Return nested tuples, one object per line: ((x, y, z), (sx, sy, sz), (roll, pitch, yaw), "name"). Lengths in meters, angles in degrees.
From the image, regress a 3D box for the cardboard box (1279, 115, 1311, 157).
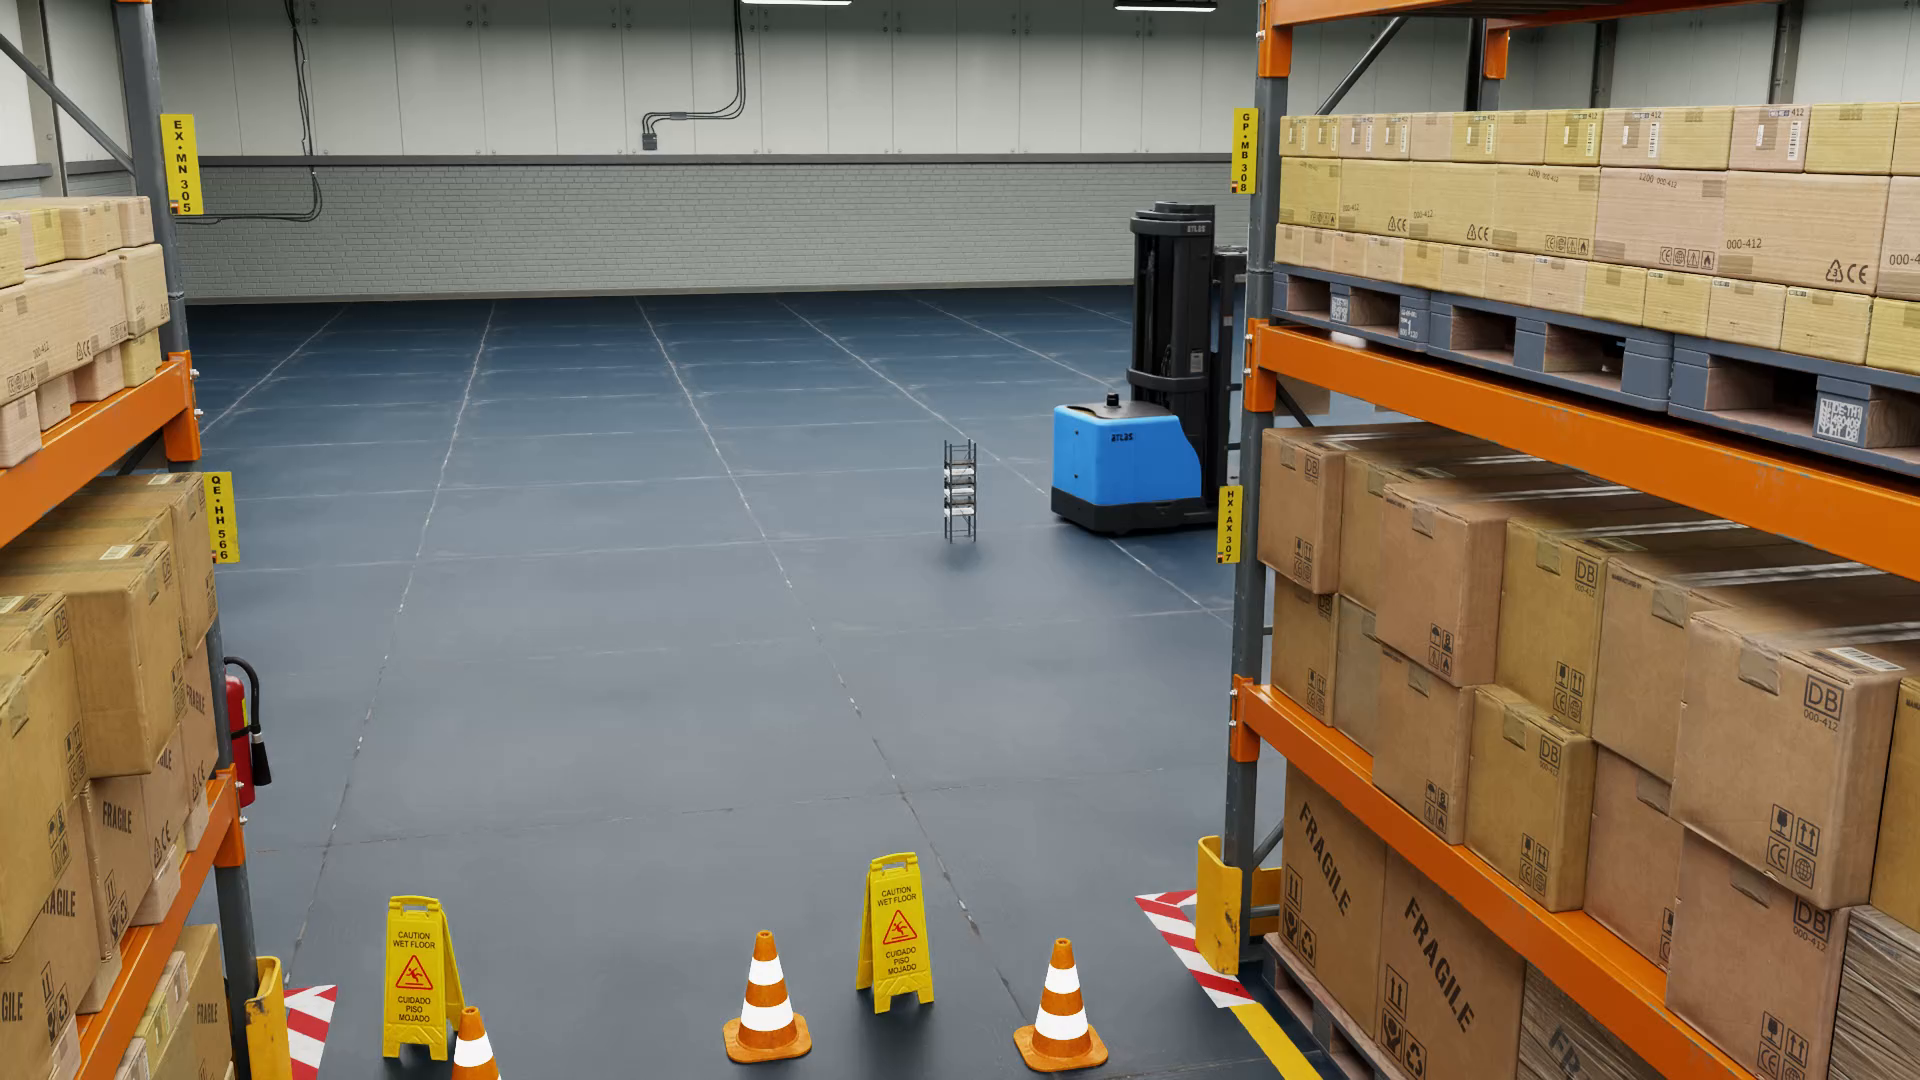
((1.425, -1.514, 6.238), (0.380, 0.149, 0.250), (-3, 14, -13), "cardboard box")

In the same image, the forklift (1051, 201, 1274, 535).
((2.431, -1.673, 15.597), (3.031, 2.935, 1.130), (-6, 15, -22), "forklift")

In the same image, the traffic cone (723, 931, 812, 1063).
((-0.778, 1.785, 6.648), (0.336, 0.463, 0.334), (-3, 14, -13), "traffic cone")

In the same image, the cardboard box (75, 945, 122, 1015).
((-2.467, 1.153, 4.418), (0.380, 0.149, 0.250), (-3, 14, -14), "cardboard box")

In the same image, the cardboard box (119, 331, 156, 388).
((-2.686, -0.548, 5.057), (0.380, 0.149, 0.250), (-3, 14, -13), "cardboard box")

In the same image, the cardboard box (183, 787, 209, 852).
((-2.669, 0.914, 5.395), (0.380, 0.149, 0.250), (-3, 14, -14), "cardboard box")

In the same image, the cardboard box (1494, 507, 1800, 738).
((2.175, 0.230, 5.075), (0.875, 0.550, 0.500), (-3, 14, -13), "cardboard box")

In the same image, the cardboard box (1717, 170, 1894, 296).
((2.112, -0.709, 3.780), (0.500, 0.250, 0.500), (-3, 14, -13), "cardboard box")

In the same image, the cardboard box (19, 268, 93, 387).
((-2.506, -0.525, 4.125), (0.500, 0.250, 0.500), (-3, 14, -12), "cardboard box")

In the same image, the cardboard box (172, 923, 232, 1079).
((-2.690, 1.603, 5.374), (0.500, 0.500, 0.500), (-3, 14, -13), "cardboard box")

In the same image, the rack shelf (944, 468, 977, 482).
((0.002, -0.578, 14.778), (0.258, 0.077, 0.200), (-3, 14, -13), "rack shelf")

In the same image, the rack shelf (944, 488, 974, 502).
((0.002, -0.403, 14.820), (0.258, 0.077, 0.200), (-3, 14, -13), "rack shelf")

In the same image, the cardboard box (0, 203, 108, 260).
((-2.664, -0.876, 4.722), (0.380, 0.149, 0.250), (-3, 14, -14), "cardboard box")

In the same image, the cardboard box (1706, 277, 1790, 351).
((2.018, -0.542, 3.938), (0.380, 0.149, 0.250), (-3, 14, -13), "cardboard box")

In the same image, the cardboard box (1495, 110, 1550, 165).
((1.783, -1.162, 4.796), (0.380, 0.149, 0.250), (-3, 14, -12), "cardboard box")

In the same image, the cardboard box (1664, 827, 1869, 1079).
((2.346, 1.006, 4.174), (0.875, 0.550, 0.550), (-3, 14, -13), "cardboard box")

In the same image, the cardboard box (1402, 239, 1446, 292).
((1.663, -0.892, 5.370), (0.380, 0.149, 0.250), (-3, 14, -13), "cardboard box")

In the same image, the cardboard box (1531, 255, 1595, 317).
((1.840, -0.717, 4.656), (0.380, 0.149, 0.250), (-3, 14, -13), "cardboard box")

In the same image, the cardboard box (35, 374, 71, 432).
((-2.557, -0.367, 4.320), (0.380, 0.149, 0.250), (-3, 14, -14), "cardboard box")

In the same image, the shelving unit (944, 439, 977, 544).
((0.002, -0.435, 14.813), (0.258, 0.900, 0.210), (-3, 14, -13), "shelving unit")

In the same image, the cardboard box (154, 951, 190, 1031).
((-2.539, 1.369, 4.966), (0.380, 0.149, 0.250), (-3, 14, -12), "cardboard box")

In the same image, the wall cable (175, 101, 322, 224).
((-15.120, -7.926, 34.953), (3.097, 2.526, 0.112), (-3, 14, -13), "wall cable")

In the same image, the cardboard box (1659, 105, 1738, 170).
((1.961, -0.987, 4.078), (0.380, 0.149, 0.250), (-3, 14, -13), "cardboard box")

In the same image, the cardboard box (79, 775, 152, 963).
((-2.509, 0.813, 4.440), (0.500, 0.500, 0.500), (-3, 14, -13), "cardboard box")

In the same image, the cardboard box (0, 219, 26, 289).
((-2.372, -0.644, 3.771), (0.380, 0.149, 0.250), (-3, 14, -12), "cardboard box")

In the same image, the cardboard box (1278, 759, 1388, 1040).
((1.880, 1.347, 6.686), (0.875, 0.875, 0.875), (-3, 14, -13), "cardboard box")

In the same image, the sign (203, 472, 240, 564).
((-2.587, -0.077, 5.817), (0.100, 0.325, 0.005), (-3, 14, -13), "sign")

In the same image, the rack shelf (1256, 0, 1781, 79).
((2.126, -1.543, 4.641), (1.077, 0.370, 4.000), (-3, 14, -13), "rack shelf")

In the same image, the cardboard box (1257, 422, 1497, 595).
((1.706, -0.144, 6.603), (0.875, 0.550, 0.550), (-3, 14, -13), "cardboard box")

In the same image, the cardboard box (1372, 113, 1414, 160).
((1.602, -1.339, 5.521), (0.380, 0.149, 0.250), (-3, 14, -13), "cardboard box")

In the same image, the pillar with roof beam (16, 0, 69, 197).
((-10.120, -7.537, 26.817), (9.100, 9.000, 0.400), (-3, 14, -13), "pillar with roof beam")

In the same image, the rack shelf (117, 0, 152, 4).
((-2.662, -1.437, 3.369), (1.077, 0.370, 4.000), (-3, 14, -13), "rack shelf")

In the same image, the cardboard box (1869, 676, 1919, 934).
((2.542, 0.604, 3.542), (0.875, 0.550, 0.550), (-3, 14, -13), "cardboard box")

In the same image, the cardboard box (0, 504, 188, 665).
((-2.688, 0.209, 4.806), (0.700, 0.500, 0.500), (-3, 14, -13), "cardboard box")

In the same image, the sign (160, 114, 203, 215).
((-2.587, -1.248, 5.531), (0.100, 0.325, 0.005), (-3, 14, -13), "sign")

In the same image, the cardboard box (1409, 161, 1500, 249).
((1.760, -1.056, 5.204), (0.500, 0.250, 0.500), (-3, 14, -14), "cardboard box")

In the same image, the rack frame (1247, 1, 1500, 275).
((1.656, -2.548, 6.397), (1.000, 3.000, 0.127), (-3, 14, -13), "rack frame")

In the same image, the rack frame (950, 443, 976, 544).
((0.026, -0.412, 14.717), (0.240, 0.900, 0.006), (-3, 14, -13), "rack frame")

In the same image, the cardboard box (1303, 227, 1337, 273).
((1.486, -1.066, 6.083), (0.380, 0.149, 0.250), (-3, 14, -13), "cardboard box")

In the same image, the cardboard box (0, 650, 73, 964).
((-2.275, 0.559, 3.374), (0.700, 0.500, 0.500), (-4, 14, -14), "cardboard box")

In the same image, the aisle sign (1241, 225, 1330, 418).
((1.348, -0.896, 6.799), (0.394, 0.787, 0.004), (-3, 14, -13), "aisle sign")

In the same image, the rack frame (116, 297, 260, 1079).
((-3.132, 0.665, 5.884), (1.000, 3.000, 0.127), (-3, 14, -13), "rack frame")

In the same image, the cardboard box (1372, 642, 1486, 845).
((1.947, 0.638, 5.679), (0.875, 0.550, 0.550), (-3, 14, -13), "cardboard box")

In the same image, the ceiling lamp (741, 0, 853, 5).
((-3.006, -11.302, 29.929), (2.000, 3.185, 0.800), (-3, 14, -13), "ceiling lamp")

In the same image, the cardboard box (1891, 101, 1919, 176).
((2.141, -0.811, 3.361), (0.380, 0.149, 0.250), (-3, 14, -13), "cardboard box")

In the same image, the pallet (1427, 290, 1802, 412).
((2.131, -0.596, 4.911), (1.003, 0.211, 1.213), (-3, 14, -13), "pallet")
